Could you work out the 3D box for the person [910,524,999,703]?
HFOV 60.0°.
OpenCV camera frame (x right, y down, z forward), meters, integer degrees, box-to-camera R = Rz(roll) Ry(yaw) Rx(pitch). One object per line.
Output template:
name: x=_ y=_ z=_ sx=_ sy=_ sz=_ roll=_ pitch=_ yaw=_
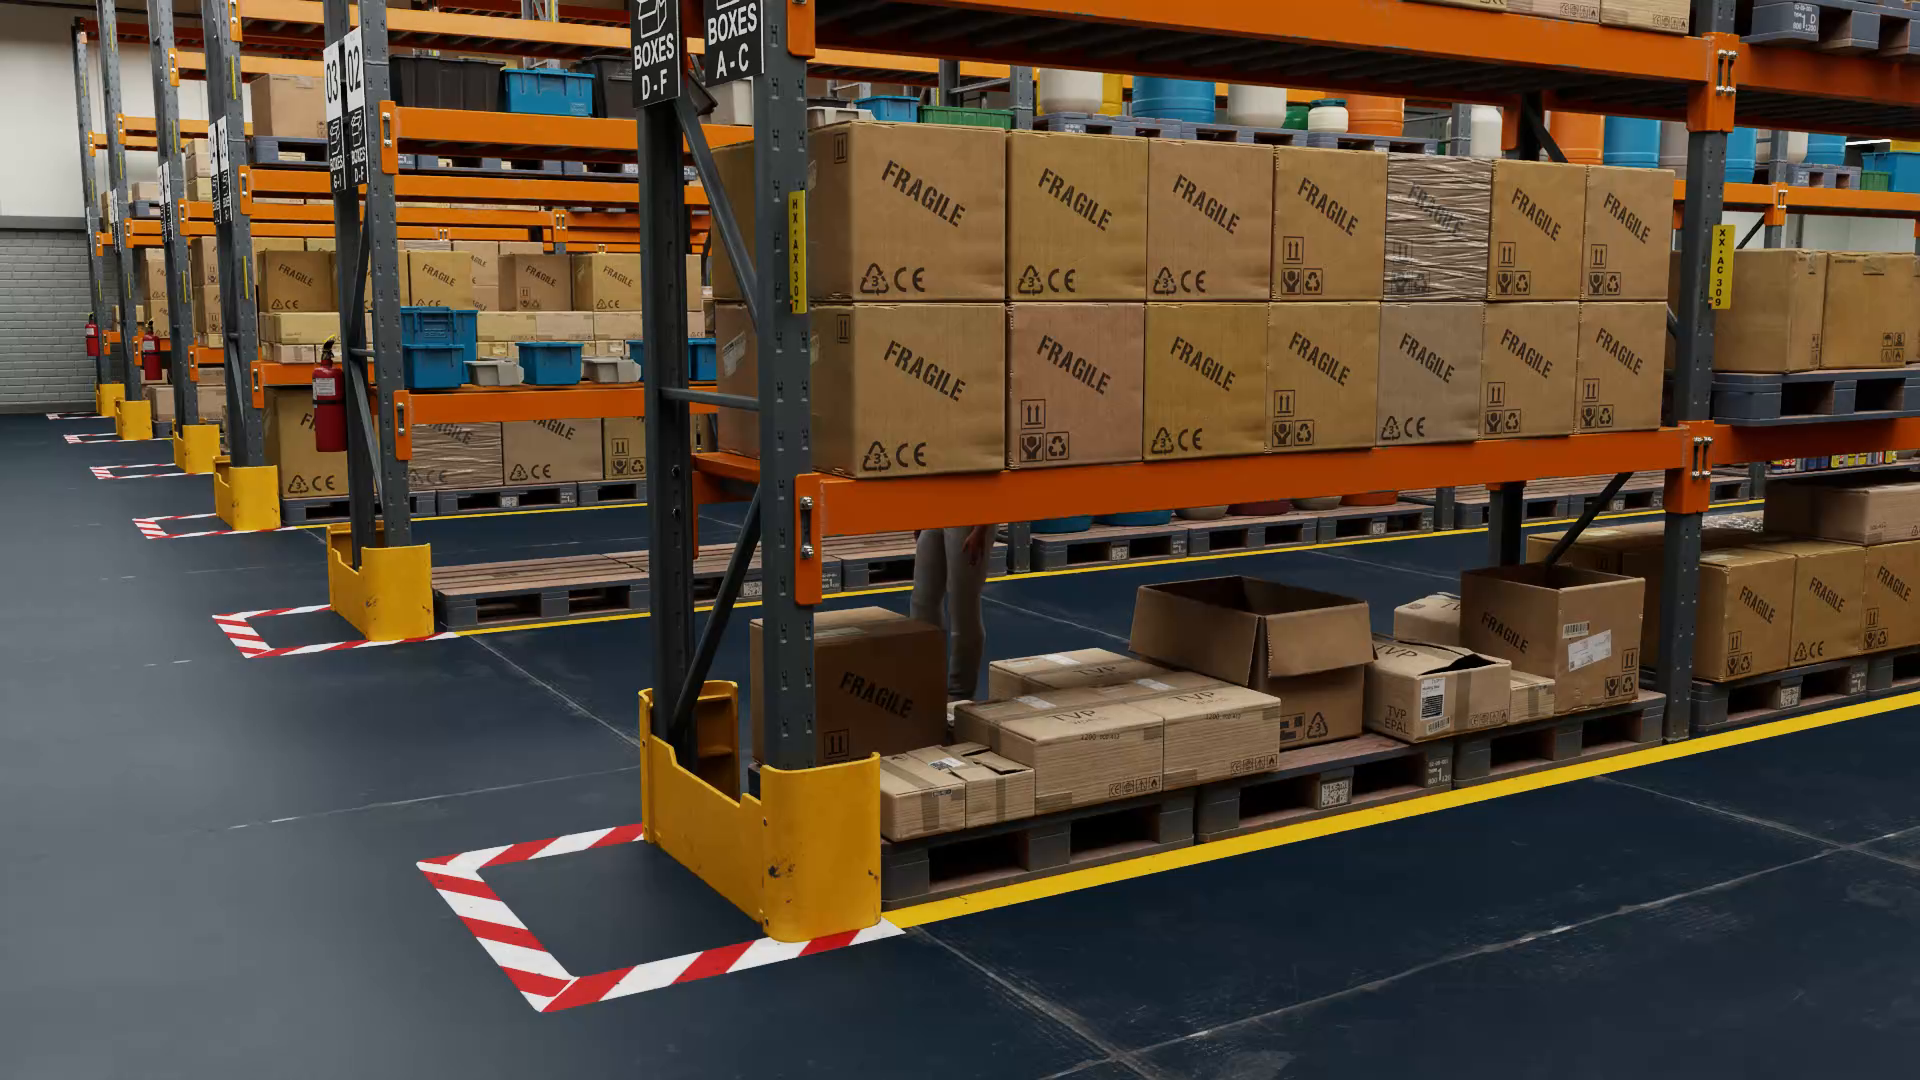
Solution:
person: x=-0.070 y=-0.083 z=7.224 sx=0.529 sy=1.694 sz=0.569 roll=-5 pitch=10 yaw=-31
